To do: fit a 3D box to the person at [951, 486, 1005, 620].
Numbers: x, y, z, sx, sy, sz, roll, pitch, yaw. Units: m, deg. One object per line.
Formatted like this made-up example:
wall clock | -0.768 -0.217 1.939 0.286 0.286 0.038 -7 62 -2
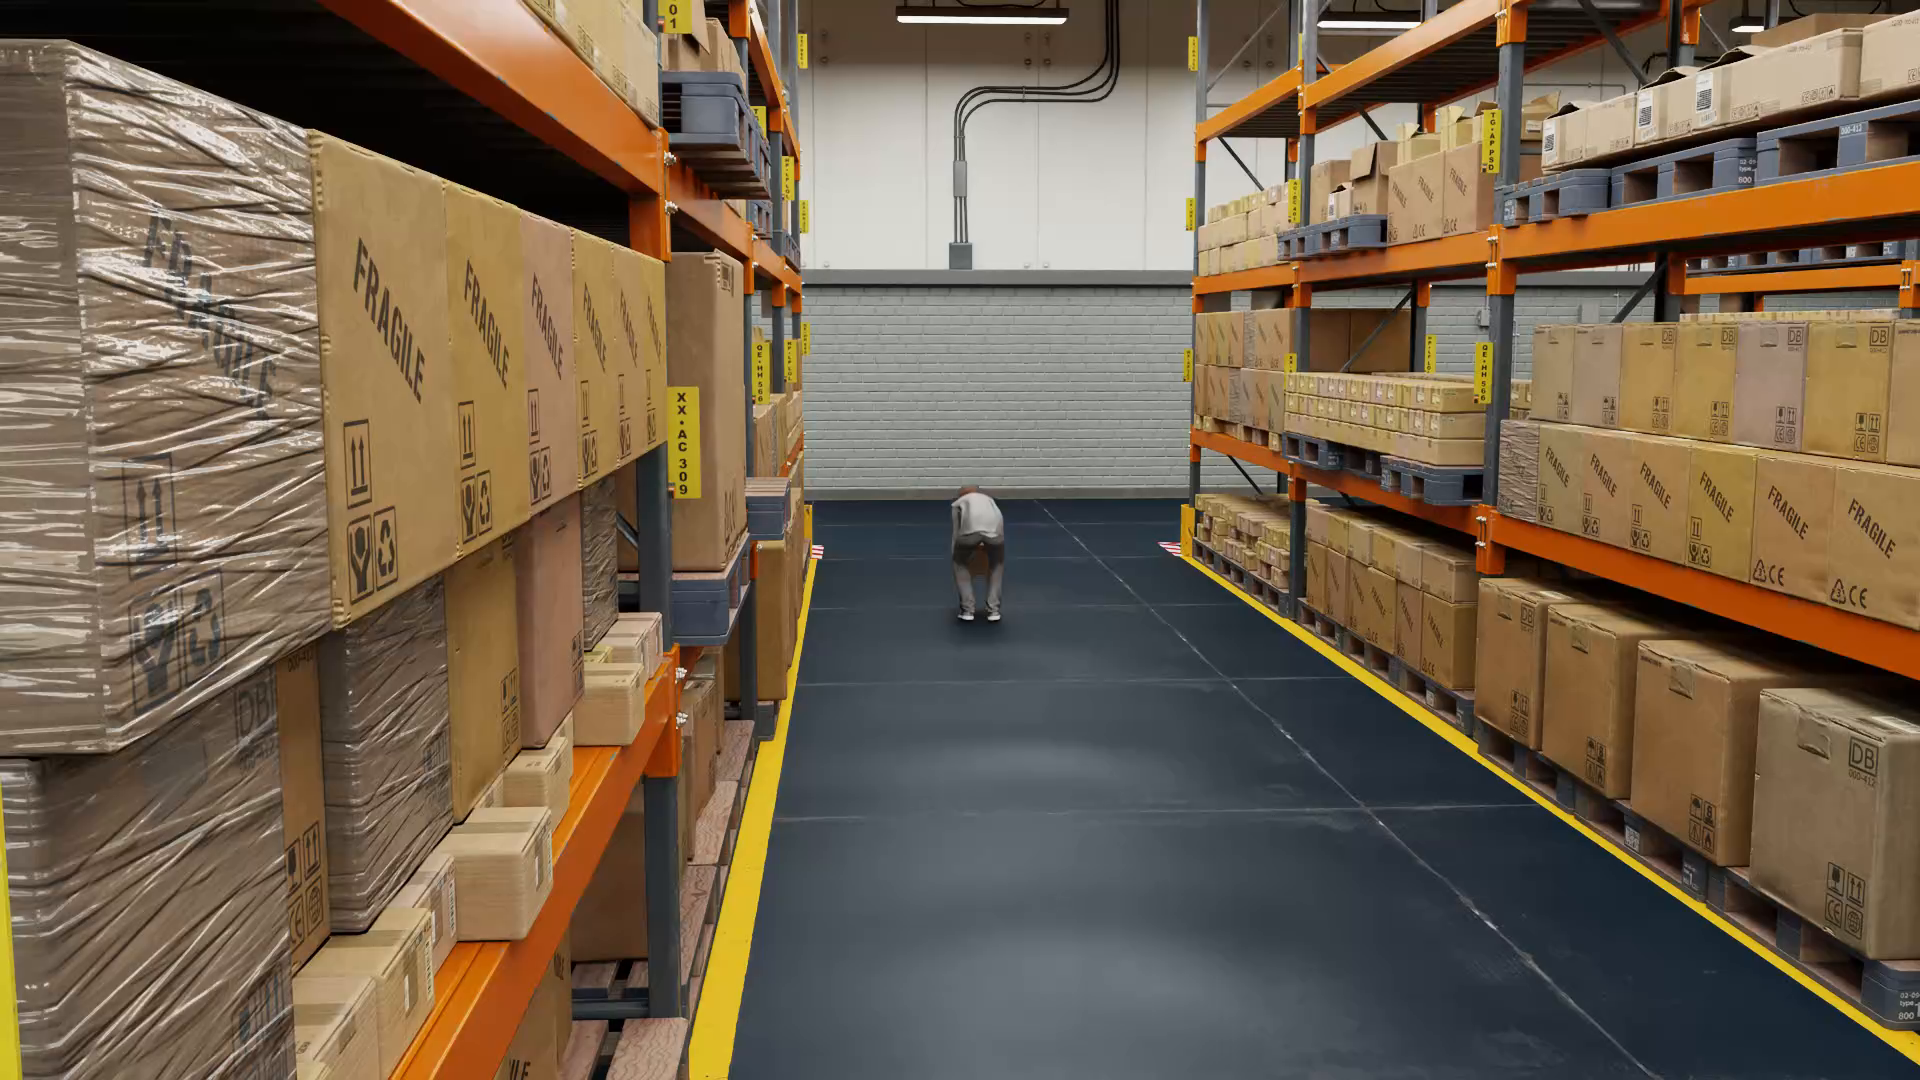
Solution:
person | 0.138 0.111 13.268 0.411 1.018 0.857 -1 7 -6
